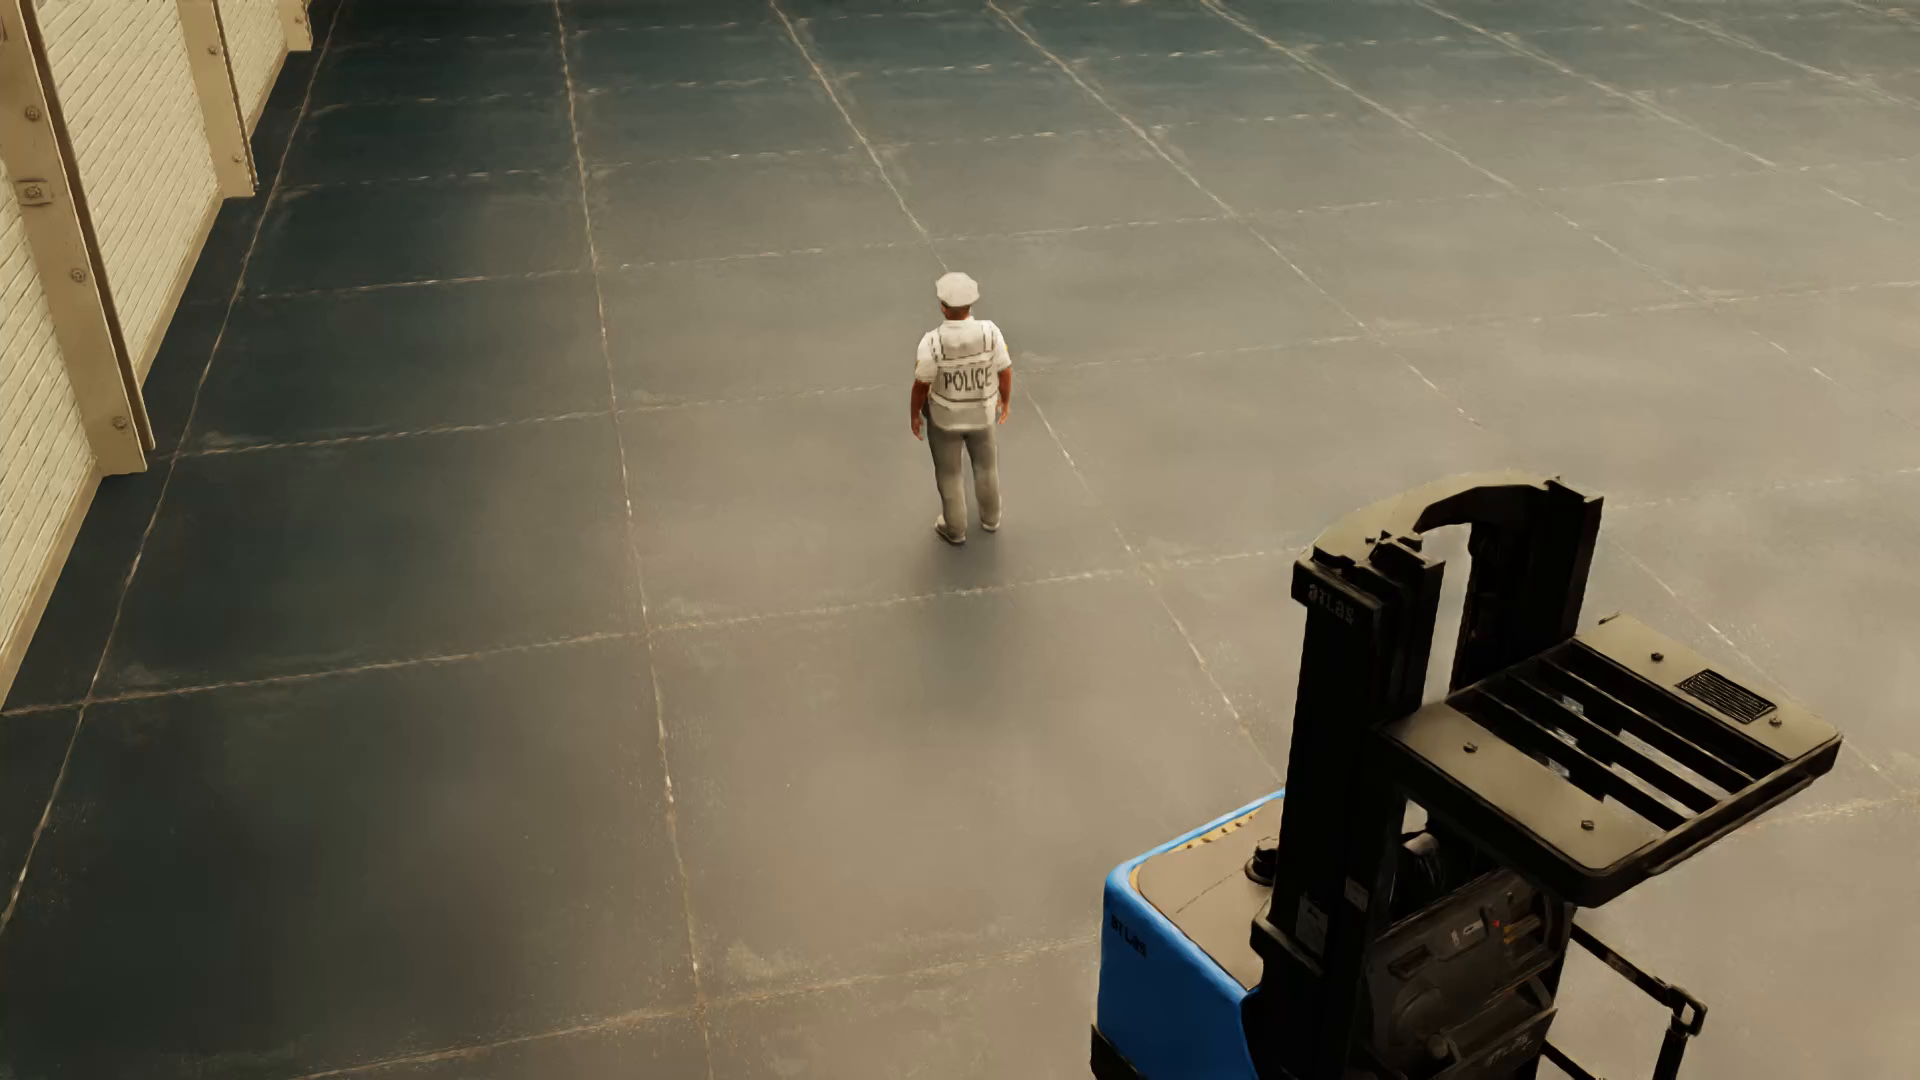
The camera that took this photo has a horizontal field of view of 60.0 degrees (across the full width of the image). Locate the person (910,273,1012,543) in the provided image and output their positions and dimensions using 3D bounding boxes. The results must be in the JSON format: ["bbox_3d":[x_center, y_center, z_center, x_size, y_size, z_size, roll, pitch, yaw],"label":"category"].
[{"bbox_3d":[-0.007,-0.816,10.118,0.640,1.778,0.574,-7,31,-12],"label":"person"}]

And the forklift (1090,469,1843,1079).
[{"bbox_3d":[1.759,1.382,5.187,1.130,2.935,3.031,-18,35,-29],"label":"forklift"}]
